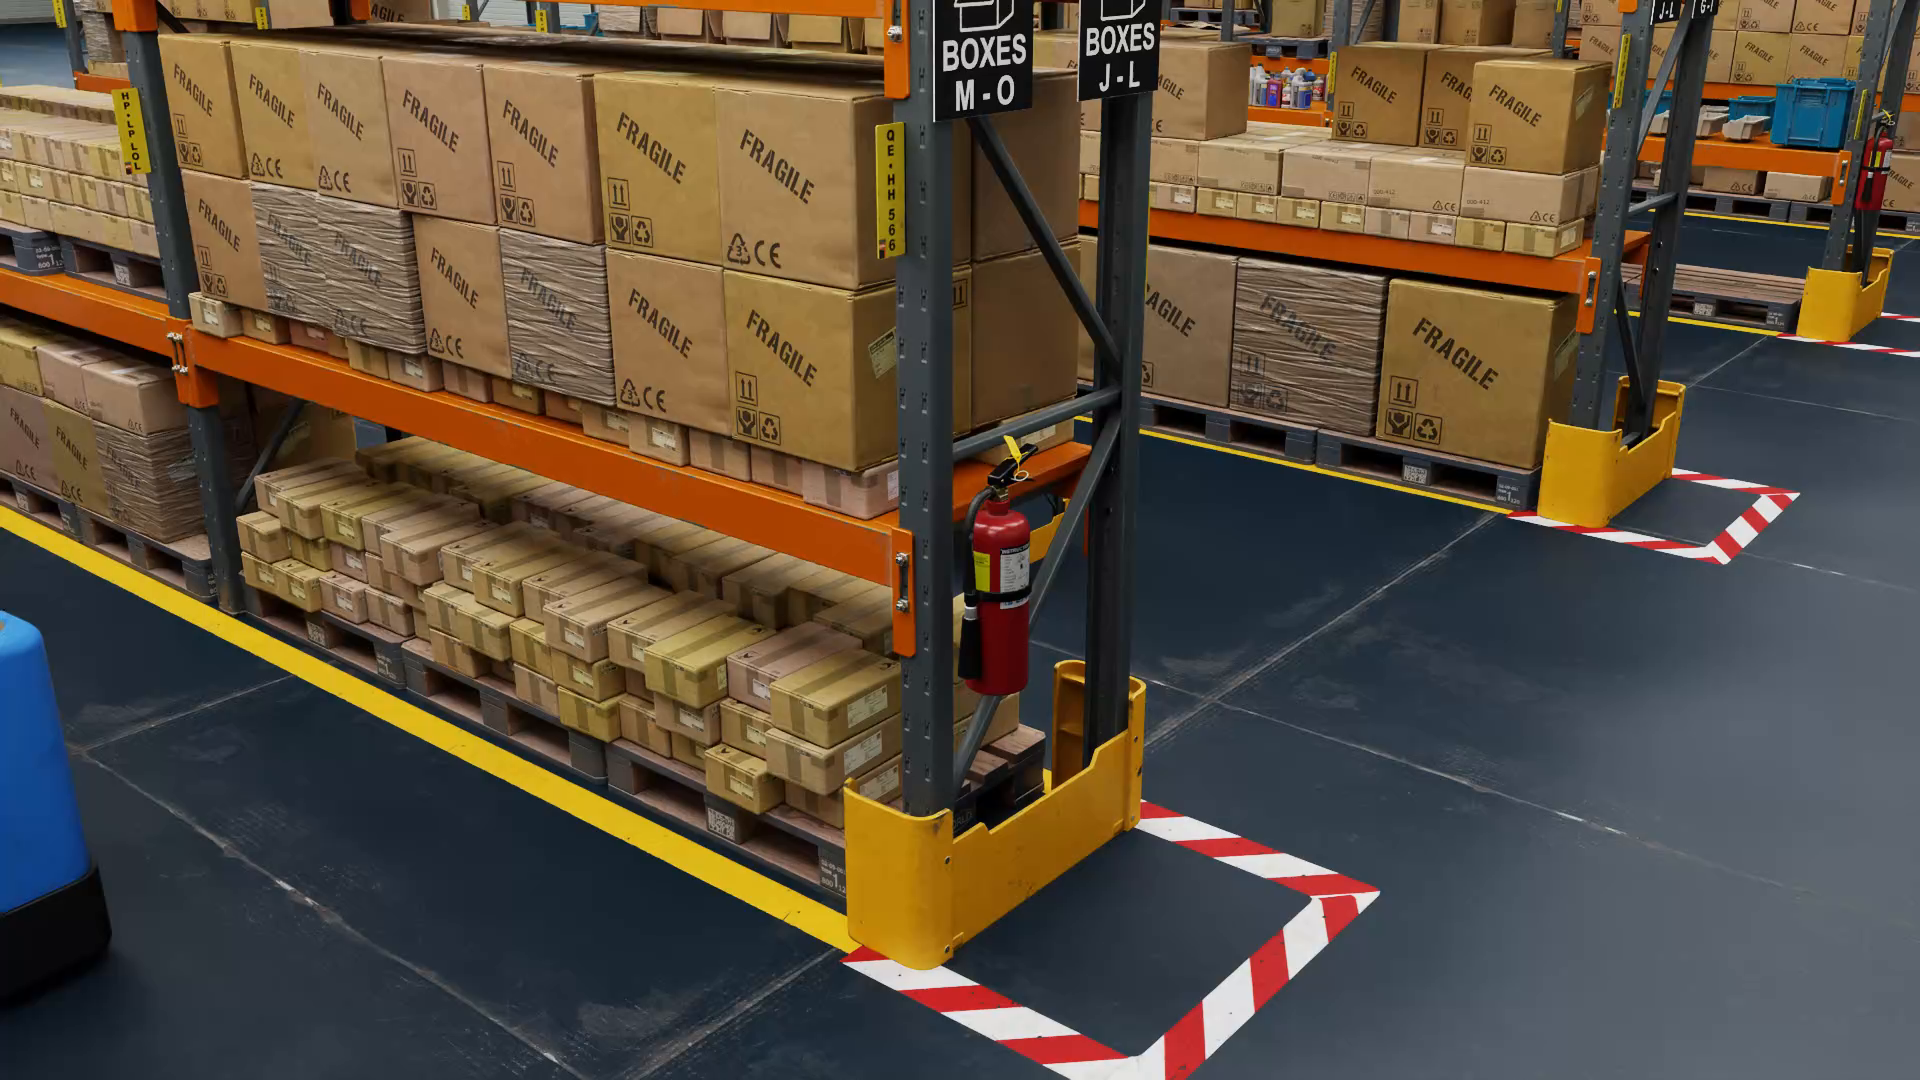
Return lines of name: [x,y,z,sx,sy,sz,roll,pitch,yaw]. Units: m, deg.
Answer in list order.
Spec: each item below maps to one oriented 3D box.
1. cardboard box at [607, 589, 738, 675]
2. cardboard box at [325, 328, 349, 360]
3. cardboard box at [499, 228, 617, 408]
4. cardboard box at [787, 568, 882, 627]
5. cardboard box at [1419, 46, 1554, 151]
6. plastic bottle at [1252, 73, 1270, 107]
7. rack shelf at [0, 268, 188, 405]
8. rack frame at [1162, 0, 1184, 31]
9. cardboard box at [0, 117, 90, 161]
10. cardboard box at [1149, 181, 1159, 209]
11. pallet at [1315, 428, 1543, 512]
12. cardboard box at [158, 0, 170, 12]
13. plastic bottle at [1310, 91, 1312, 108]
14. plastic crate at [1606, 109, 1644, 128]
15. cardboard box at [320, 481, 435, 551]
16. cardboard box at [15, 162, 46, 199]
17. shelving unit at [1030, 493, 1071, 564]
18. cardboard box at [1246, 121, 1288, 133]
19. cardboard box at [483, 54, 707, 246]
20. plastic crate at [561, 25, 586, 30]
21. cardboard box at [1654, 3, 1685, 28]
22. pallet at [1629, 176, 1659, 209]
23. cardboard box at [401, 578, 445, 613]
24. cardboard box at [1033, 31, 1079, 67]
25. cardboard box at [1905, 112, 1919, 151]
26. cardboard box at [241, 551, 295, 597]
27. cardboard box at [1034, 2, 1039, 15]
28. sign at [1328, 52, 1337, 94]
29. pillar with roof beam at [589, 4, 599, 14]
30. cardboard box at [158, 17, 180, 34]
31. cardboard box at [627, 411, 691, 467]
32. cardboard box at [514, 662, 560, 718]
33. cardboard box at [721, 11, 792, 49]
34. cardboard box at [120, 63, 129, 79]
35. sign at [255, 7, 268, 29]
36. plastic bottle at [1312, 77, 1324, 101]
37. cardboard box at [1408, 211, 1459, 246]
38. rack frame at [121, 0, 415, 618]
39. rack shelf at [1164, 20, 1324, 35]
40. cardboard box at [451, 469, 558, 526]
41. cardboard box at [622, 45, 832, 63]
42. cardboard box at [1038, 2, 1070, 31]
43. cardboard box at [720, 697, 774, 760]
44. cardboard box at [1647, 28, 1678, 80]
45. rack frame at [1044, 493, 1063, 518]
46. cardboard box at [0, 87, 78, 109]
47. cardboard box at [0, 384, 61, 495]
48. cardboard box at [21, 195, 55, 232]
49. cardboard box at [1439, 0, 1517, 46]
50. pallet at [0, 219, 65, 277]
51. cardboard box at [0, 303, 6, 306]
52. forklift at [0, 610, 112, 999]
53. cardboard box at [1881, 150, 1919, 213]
cardboard box: [-0.975,0.319,5.673,0.250,0.149,0.380,15,25,34]
cardboard box: [-2.198,-0.799,6.392,0.250,0.149,0.380,15,25,34]
cardboard box: [-1.110,-0.764,5.380,0.500,0.500,0.500,16,26,36]
cardboard box: [-0.400,0.208,5.967,0.250,0.149,0.380,16,26,36]
cardboard box: [2.821,-2.367,8.922,0.500,0.500,0.500,15,26,35]
plastic bottle: [2.650,-3.924,14.499,0.135,0.276,0.152,16,26,36]
rack shelf: [-4.453,-1.323,8.446,4.000,0.370,1.077,16,26,36]
rack frame: [3.509,-8.394,26.176,0.127,3.000,1.000,16,26,36]
cardboard box: [-4.347,-1.898,7.869,0.250,0.149,0.380,15,25,34]
cardboard box: [1.141,-2.040,9.683,0.250,0.149,0.380,16,26,36]
pallet: [2.741,-0.507,9.213,1.213,0.211,1.003,16,26,36]
cardboard box: [-7.570,-5.346,16.114,0.500,0.500,0.500,16,26,36]
plastic bottle: [2.997,-3.846,14.397,0.097,0.201,0.097,0,21,0]
plastic crate: [5.107,-3.231,12.773,0.250,0.136,0.298,16,26,36]
cardboard box: [-2.365,-0.101,6.786,0.250,0.149,0.380,16,26,36]
cardboard box: [-4.148,-1.699,7.763,0.250,0.149,0.380,14,25,34]
shelving unit: [-0.059,-0.719,7.949,1.083,1.500,0.587,16,26,36]
cardboard box: [1.617,-2.361,9.968,0.500,0.250,0.500,17,26,37]
cardboard box: [-1.118,-1.236,5.214,0.500,0.500,0.500,18,27,39]
plastic crate: [-4.778,-6.332,20.920,0.408,0.251,0.499,16,26,36]
cardboard box: [7.164,-5.472,16.868,0.500,0.500,0.500,15,25,35]
pallet: [7.109,-3.796,17.935,1.213,0.211,1.003,16,26,36]
cardboard box: [-1.955,0.158,6.521,0.250,0.149,0.380,18,27,39]
cardboard box: [0.520,-2.790,10.044,0.500,0.500,0.500,16,26,36]
cardboard box: [11.812,-4.984,20.081,0.500,0.500,0.700,16,26,36]
cardboard box: [-2.825,0.093,7.116,0.250,0.149,0.380,15,25,34]
cardboard box: [1.389,-8.803,27.444,0.500,0.250,0.500,16,26,35]
sign: [3.093,-3.881,13.815,0.005,0.325,0.100,16,26,36]
pillar with roof beam: [-10.520,-13.674,31.676,0.400,9.000,9.100,16,26,36]
cardboard box: [-7.374,-4.963,16.515,0.500,0.500,0.875,16,26,36]
cardboard box: [-0.821,-0.367,5.247,0.250,0.149,0.380,17,26,38]
cardboard box: [-1.394,0.486,6.074,0.250,0.149,0.380,17,26,37]
cardboard box: [-1.205,-3.494,11.619,0.637,0.503,0.797,17,27,38]
cardboard box: [-8.343,-4.807,17.020,0.250,0.149,0.380,16,26,36]
sign: [-6.224,-4.587,14.854,0.005,0.325,0.100,16,26,36]
plastic bottle: [3.224,-4.057,14.957,0.097,0.201,0.097,0,21,0]
cardboard box: [2.528,-1.641,8.624,0.250,0.149,0.380,16,26,36]
rack frame: [-2.904,-1.214,7.136,0.127,3.000,1.000,16,26,36]
rack shelf: [5.058,-7.611,25.120,4.000,0.370,1.077,16,26,36]
cardboard box: [-1.891,-0.167,6.963,0.250,0.149,0.380,17,27,38]
cardboard box: [-0.769,-1.381,5.598,0.500,0.500,0.500,15,26,35]
cardboard box: [1.372,-6.793,21.788,0.500,0.500,0.500,18,27,40]
cardboard box: [-0.563,0.564,5.445,0.250,0.149,0.380,15,26,35]
cardboard box: [7.199,-4.999,17.033,0.500,0.500,0.500,17,26,37]
rack frame: [0.328,-0.607,7.653,0.032,1.500,0.500,16,26,36]
cardboard box: [-5.140,-2.423,9.260,0.250,0.149,0.380,16,26,36]
cardboard box: [-4.428,-0.567,8.368,0.500,0.500,0.500,15,26,35]
cardboard box: [-4.143,-1.558,7.808,0.250,0.149,0.380,15,25,34]
cardboard box: [5.779,-5.800,18.562,0.700,0.500,0.500,-17,27,-38]
pallet: [-4.443,-1.586,8.395,1.213,0.211,1.003,16,26,36]
cardboard box: [-5.229,-1.151,8.853,0.500,0.250,0.500,16,26,36]
forklift: [-3.979,-0.298,4.805,3.031,2.935,1.130,14,25,33]
cardboard box: [9.099,-3.452,15.990,0.500,0.500,0.500,16,26,36]
